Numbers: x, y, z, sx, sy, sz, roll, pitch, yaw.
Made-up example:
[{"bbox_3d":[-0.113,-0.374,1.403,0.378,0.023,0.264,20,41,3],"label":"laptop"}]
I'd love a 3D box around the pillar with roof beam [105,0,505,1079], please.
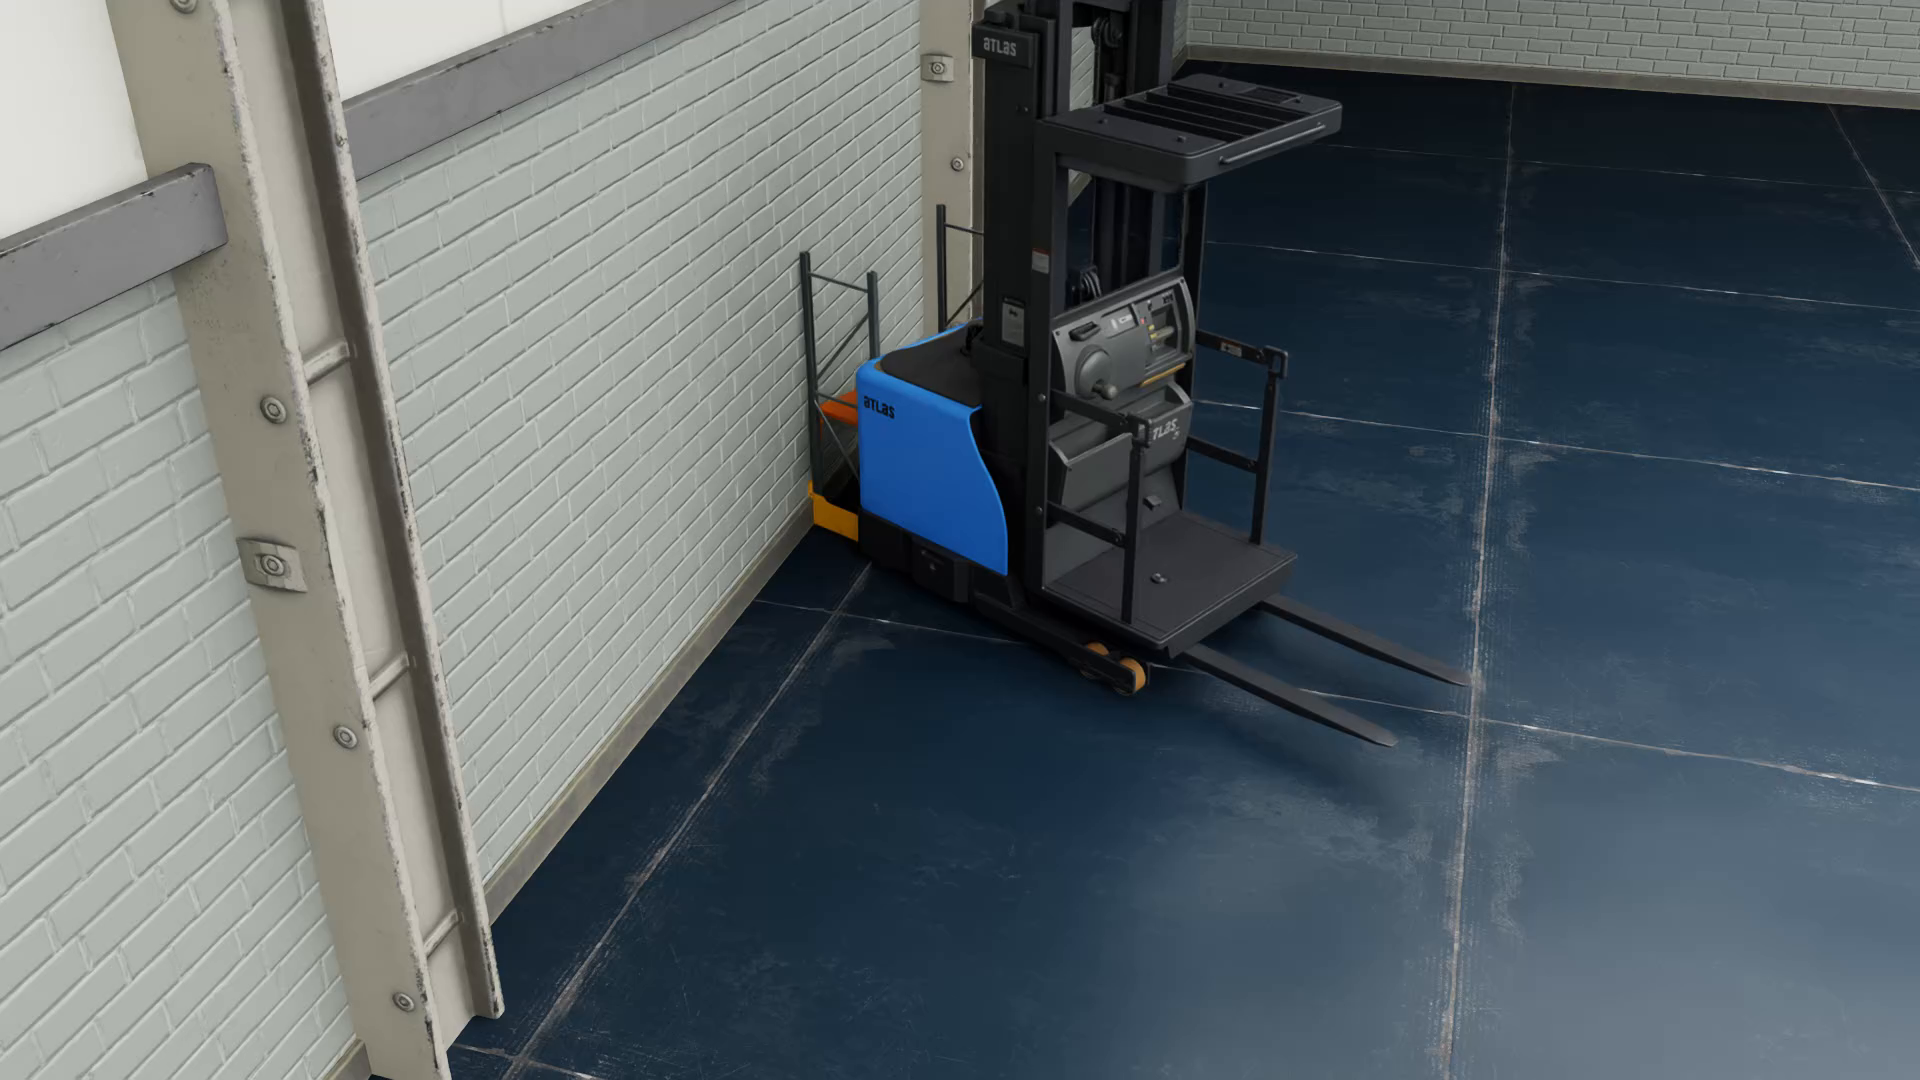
[{"bbox_3d":[2.324,-1.613,2.393,9.100,9.000,0.400,8,30,15],"label":"pillar with roof beam"}]

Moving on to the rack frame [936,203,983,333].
[{"bbox_3d":[0.078,-1.064,9.117,0.500,1.500,0.032,22,36,35],"label":"rack frame"}]

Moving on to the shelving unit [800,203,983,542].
[{"bbox_3d":[-0.260,-0.875,8.774,0.587,1.500,1.083,22,36,35],"label":"shelving unit"}]

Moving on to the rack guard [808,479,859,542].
[{"bbox_3d":[-0.579,-0.143,8.742,0.587,0.250,0.087,22,36,35],"label":"rack guard"}]

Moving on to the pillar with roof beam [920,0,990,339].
[{"bbox_3d":[4.085,-4.401,7.405,9.100,9.000,0.400,8,30,15],"label":"pillar with roof beam"}]

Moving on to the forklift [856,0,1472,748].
[{"bbox_3d":[0.893,-0.867,7.294,3.031,2.935,1.130,25,38,37],"label":"forklift"}]

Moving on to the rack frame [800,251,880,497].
[{"bbox_3d":[-0.586,-0.692,8.443,0.500,1.500,0.032,22,36,35],"label":"rack frame"}]

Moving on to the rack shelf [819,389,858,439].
[{"bbox_3d":[-0.252,-0.720,8.866,0.538,0.185,1.000,22,36,35],"label":"rack shelf"}]
